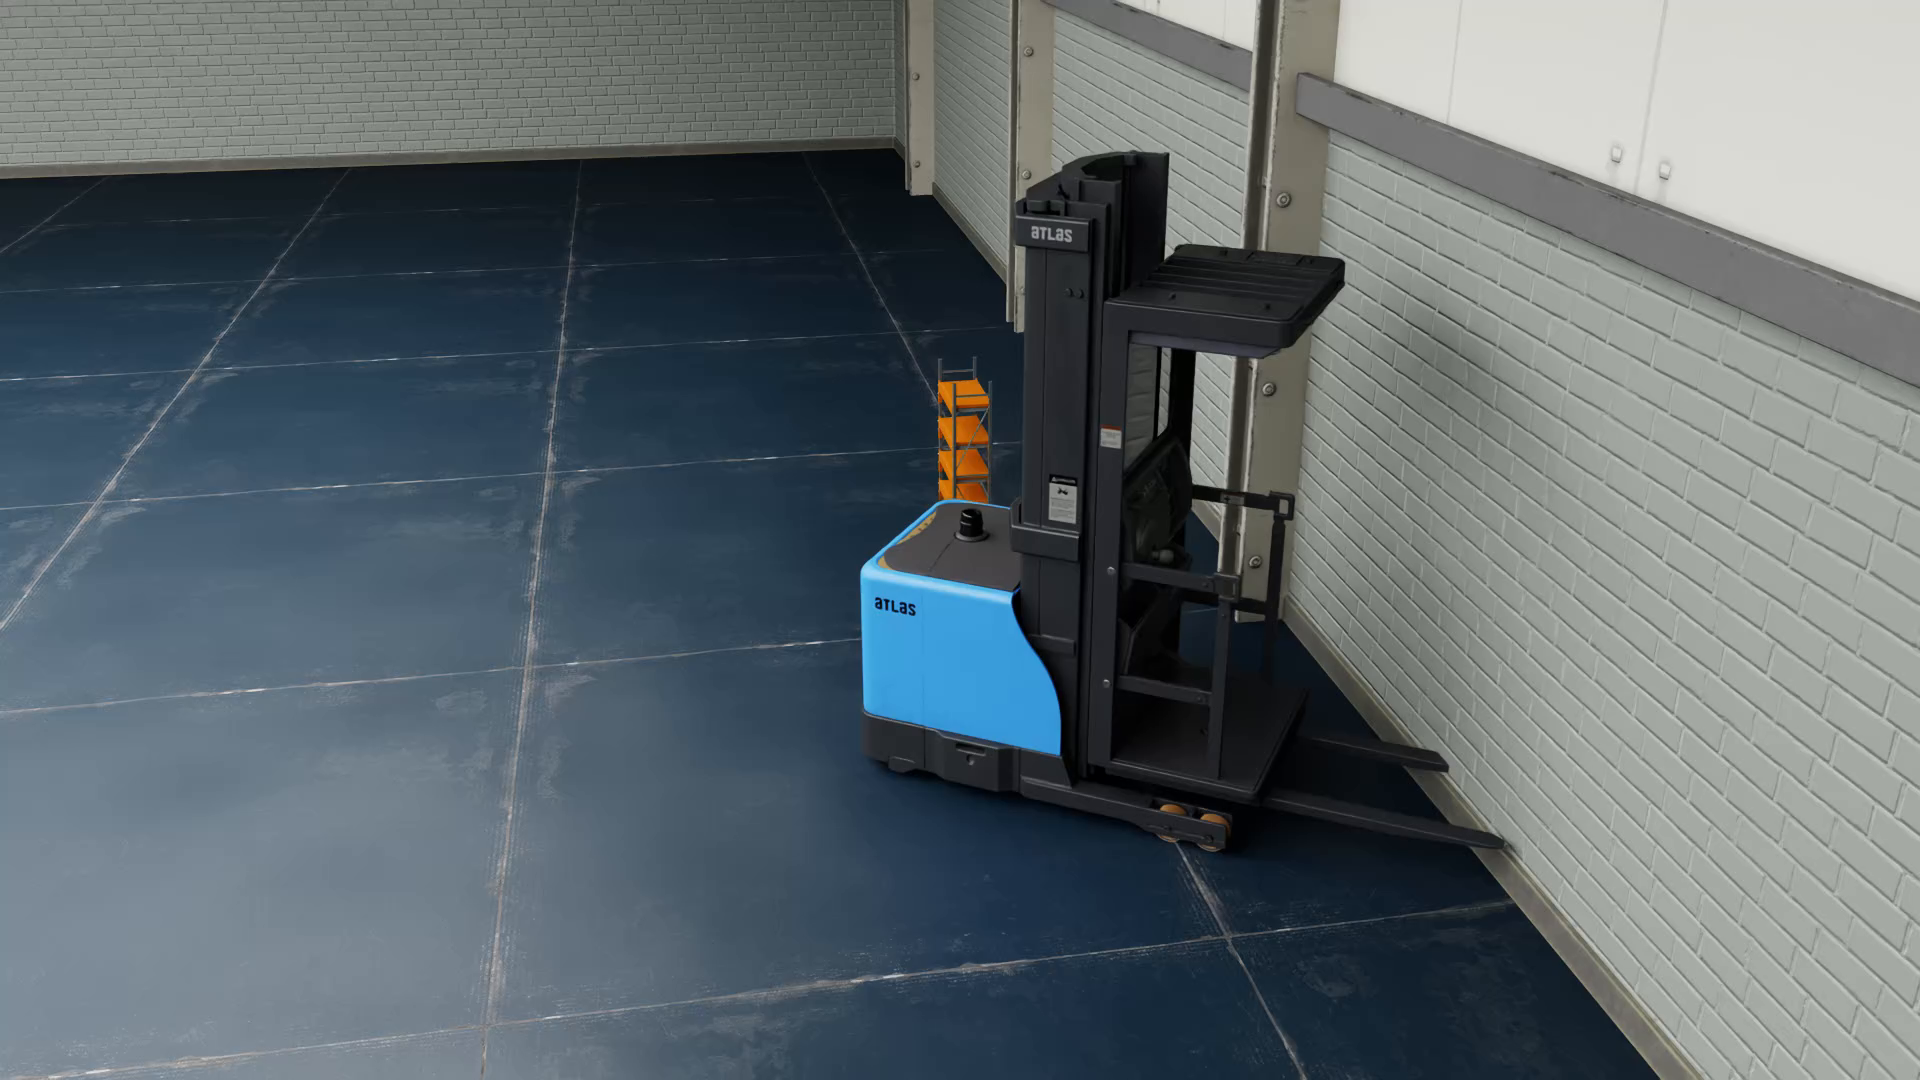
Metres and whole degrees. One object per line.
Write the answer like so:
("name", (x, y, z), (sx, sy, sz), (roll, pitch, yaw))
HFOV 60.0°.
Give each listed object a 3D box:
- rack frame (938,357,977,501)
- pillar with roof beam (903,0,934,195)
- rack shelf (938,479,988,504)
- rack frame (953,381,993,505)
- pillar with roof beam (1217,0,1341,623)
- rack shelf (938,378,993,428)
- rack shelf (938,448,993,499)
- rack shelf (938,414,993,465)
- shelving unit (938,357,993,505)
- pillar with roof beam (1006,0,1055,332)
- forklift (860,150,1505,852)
("rack frame", (-0.015, -0.581, 10.581), (0.240, 1.200, 0.015), (-4, 24, -10))
("pillar with roof beam", (-4.725, -8.134, 18.130), (9.100, 9.000, 0.400), (-4, 24, -10))
("rack shelf", (0.031, -0.241, 10.467), (0.258, 0.148, 0.480), (-4, 24, -10))
("rack frame", (0.076, -0.389, 10.141), (0.240, 1.200, 0.015), (-4, 24, -10))
("pillar with roof beam", (-2.506, -3.414, 7.323), (9.100, 9.000, 0.400), (-4, 24, -10))
("rack shelf", (0.031, -0.845, 10.204), (0.258, 0.148, 0.480), (-4, 24, -10))
("rack shelf", (0.031, -0.423, 10.388), (0.258, 0.148, 0.480), (-4, 24, -10))
("rack shelf", (0.031, -0.628, 10.298), (0.258, 0.148, 0.480), (-4, 24, -10))
("shelving unit", (0.031, -0.485, 10.361), (0.258, 1.200, 0.503), (-4, 24, -10))
("pillar with roof beam", (-3.615, -5.774, 12.726), (9.100, 9.000, 0.400), (-4, 24, -10))
("forklift", (1.081, -0.176, 7.491), (3.031, 2.935, 1.130), (10, 25, 21))
